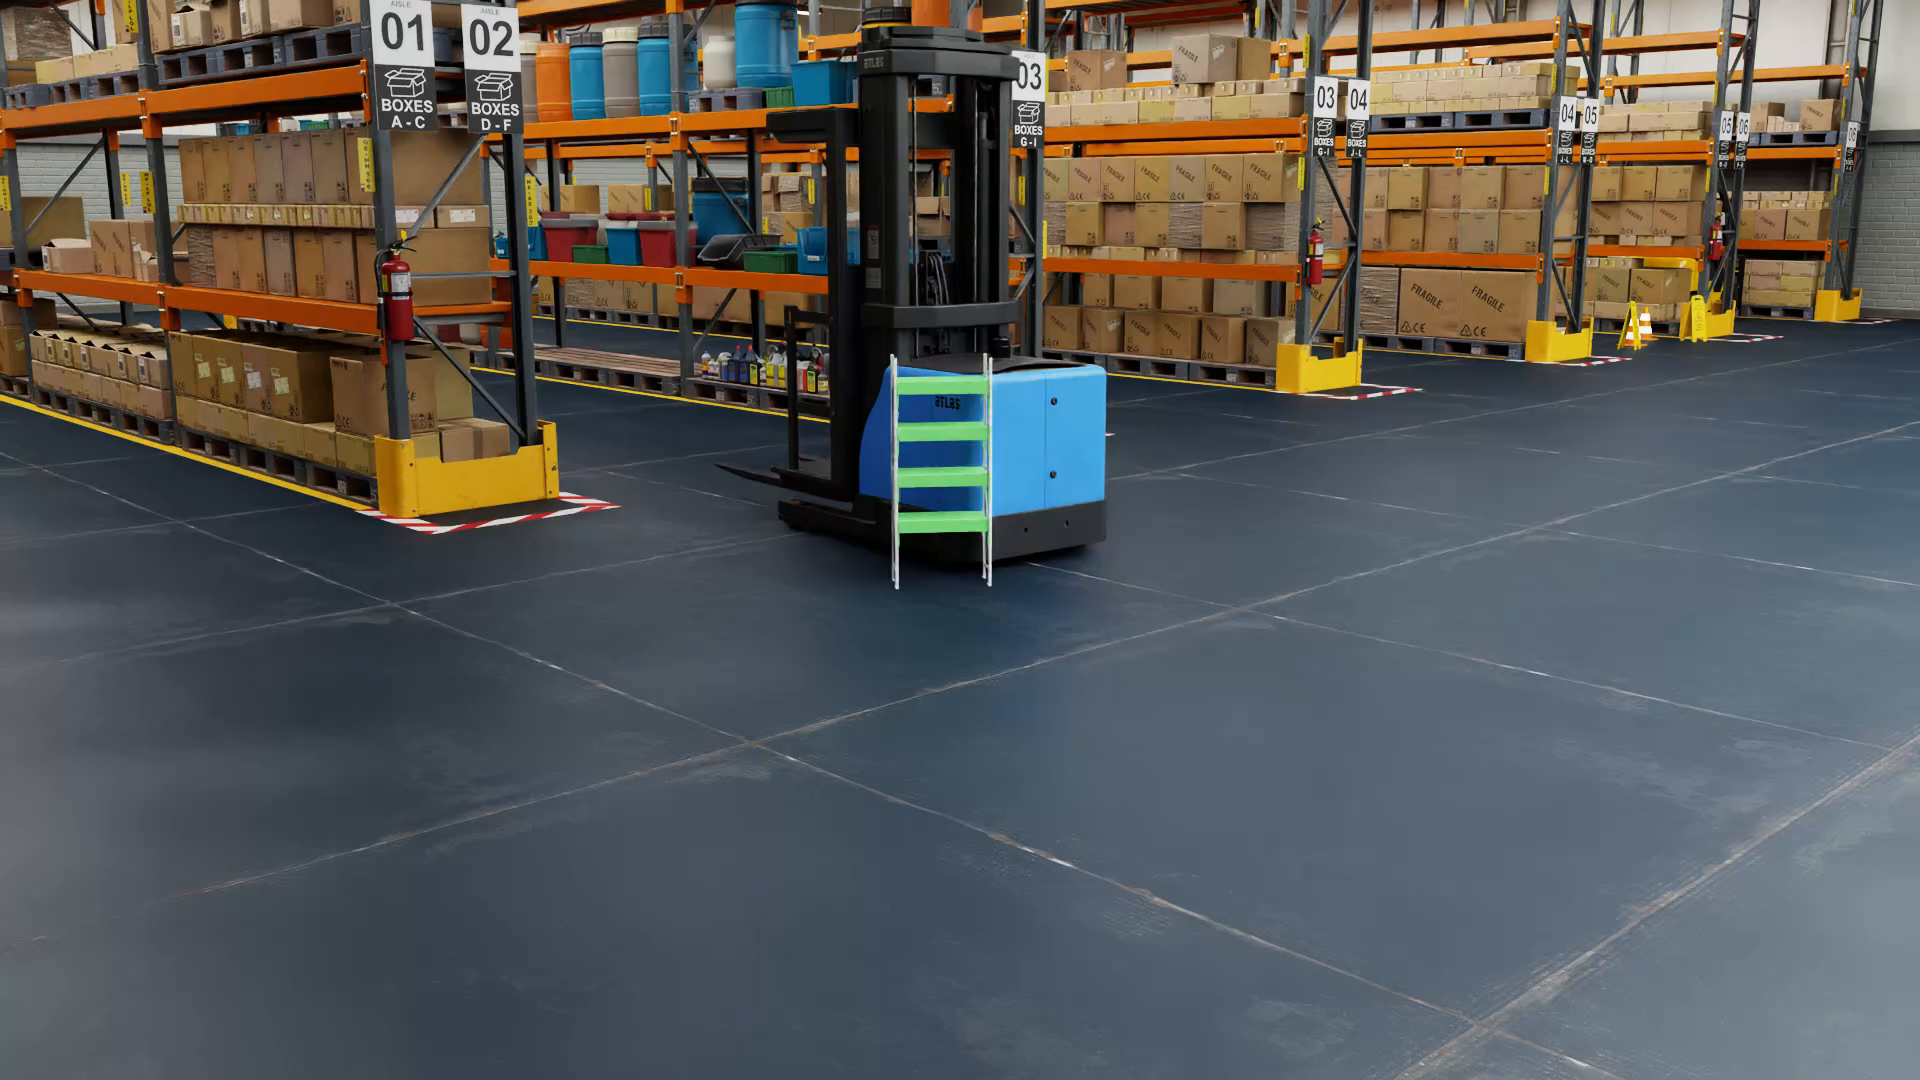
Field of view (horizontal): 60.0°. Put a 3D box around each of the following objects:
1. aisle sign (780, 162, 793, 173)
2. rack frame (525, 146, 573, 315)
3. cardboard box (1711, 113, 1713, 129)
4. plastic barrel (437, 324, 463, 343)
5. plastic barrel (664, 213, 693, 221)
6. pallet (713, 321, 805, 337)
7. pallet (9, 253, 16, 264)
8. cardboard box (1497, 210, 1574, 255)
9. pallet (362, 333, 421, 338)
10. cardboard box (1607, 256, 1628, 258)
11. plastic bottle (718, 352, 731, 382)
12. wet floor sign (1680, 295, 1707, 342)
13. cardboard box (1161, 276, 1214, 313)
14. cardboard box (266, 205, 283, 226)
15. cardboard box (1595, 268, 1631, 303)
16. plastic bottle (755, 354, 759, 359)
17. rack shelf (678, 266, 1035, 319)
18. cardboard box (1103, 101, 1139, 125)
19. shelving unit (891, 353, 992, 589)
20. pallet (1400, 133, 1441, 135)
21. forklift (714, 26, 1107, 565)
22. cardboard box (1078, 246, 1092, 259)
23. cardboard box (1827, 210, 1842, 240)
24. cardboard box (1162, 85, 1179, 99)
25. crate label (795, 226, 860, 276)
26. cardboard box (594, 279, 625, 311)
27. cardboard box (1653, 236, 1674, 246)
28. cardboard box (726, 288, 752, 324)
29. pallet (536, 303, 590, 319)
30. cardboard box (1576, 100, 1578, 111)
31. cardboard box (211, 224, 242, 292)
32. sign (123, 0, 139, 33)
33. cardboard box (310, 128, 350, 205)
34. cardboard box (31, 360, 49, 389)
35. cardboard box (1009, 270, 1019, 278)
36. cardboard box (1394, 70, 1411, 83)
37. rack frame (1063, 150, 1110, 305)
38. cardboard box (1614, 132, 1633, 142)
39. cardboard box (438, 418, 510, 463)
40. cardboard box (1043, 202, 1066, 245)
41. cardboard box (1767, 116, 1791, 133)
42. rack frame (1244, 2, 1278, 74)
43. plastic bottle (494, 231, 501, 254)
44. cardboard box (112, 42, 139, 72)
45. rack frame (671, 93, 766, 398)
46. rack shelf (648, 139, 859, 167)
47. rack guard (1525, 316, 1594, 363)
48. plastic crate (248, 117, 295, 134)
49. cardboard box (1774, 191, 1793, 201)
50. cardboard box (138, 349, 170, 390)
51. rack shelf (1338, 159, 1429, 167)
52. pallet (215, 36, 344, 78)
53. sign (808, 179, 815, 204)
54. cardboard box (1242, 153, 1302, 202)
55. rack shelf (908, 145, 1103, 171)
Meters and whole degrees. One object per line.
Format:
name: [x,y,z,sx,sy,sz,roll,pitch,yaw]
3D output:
aisle sign: [-3.326,-7.429,32.096,0.394,0.787,0.004,-11,16,-43]
rack frame: [-7.149,-5.427,28.820,1.000,3.000,0.127,-11,16,-43]
cardboard box: [10.913,-6.125,24.408,0.500,0.250,0.500,-11,16,-44]
plastic barrel: [-6.337,-2.828,21.139,0.600,0.588,0.708,-11,16,-43]
plastic barrel: [-2.947,-3.222,17.782,0.433,0.535,0.433,0,12,0]
pallet: [-2.953,-3.197,24.908,1.003,0.211,1.213,-11,16,-43]
pallet: [-10.138,-3.069,17.850,1.003,0.211,1.213,-11,16,-43]
cardboard box: [7.268,-3.890,20.987,0.875,0.550,0.550,-11,16,-43]
pallet: [-7.466,-2.669,22.343,1.003,0.211,1.213,-11,16,-43]
cardboard box: [12.000,-4.983,29.962,0.500,0.250,0.500,-11,16,-43]
plastic bottle: [-2.298,-1.716,16.468,0.152,0.276,0.135,-10,15,-41]
wet floor sign: [10.425,-3.143,23.569,0.267,0.644,0.232,-5,13,-23]
cardboard box: [3.638,-3.676,24.853,1.050,0.750,0.750,-11,16,-43]
cardboard box: [-4.742,-2.334,11.952,0.380,0.149,0.250,-11,16,-43]
cardboard box: [9.963,-3.856,25.107,0.500,0.500,0.500,-10,15,-40]
plastic bottle: [-2.000,-1.685,16.327,0.097,0.271,0.097,0,12,0]
rack shelf: [-1.063,-2.341,15.626,1.077,0.370,4.000,-11,16,-43]
cardboard box: [1.968,-4.820,18.810,0.500,0.250,0.500,11,16,43]
shelving unit: [-0.098,-0.361,8.690,0.503,1.200,0.258,-1,12,-6]
pallet: [7.956,-6.539,27.248,1.213,0.211,1.003,-11,16,-43]
forklift: [-0.471,-1.541,10.126,1.130,2.935,3.031,-9,15,-38]
cardboard box: [1.604,-3.373,19.475,0.380,0.149,0.250,-11,16,-43]
cardboard box: [14.514,-5.325,28.078,0.500,0.500,0.500,-10,15,-41]
cardboard box: [2.434,-4.918,18.296,0.250,0.149,0.380,11,16,42]
crate label: [-1.149,-2.650,15.254,0.502,0.435,0.616,-11,16,-43]
cardboard box: [-5.406,-4.247,27.318,0.875,0.875,0.875,-11,16,-43]
cardboard box: [10.399,-4.396,24.439,0.380,0.149,0.250,-11,16,-43]
cardboard box: [-2.696,-3.660,24.465,1.225,0.875,0.875,-11,16,-42]
pallet: [-6.540,-3.956,28.588,1.003,0.211,1.213,-11,16,-43]
cardboard box: [7.552,-5.464,20.900,0.380,0.149,0.250,-11,16,-42]
cardboard box: [-5.350,-2.205,12.933,0.700,0.500,0.500,-11,16,-43]
sign: [-6.415,-4.095,12.862,0.100,0.325,0.005,-11,16,-43]
cardboard box: [-3.984,-2.550,11.393,0.500,0.500,0.700,11,16,44]
cardboard box: [-8.643,-1.621,16.121,0.500,0.250,0.500,-11,16,-43]
cardboard box: [1.014,-4.420,27.228,0.500,0.250,0.500,-11,16,-42]
cardboard box: [5.851,-6.021,21.628,0.380,0.149,0.250,-11,16,-43]
rack frame: [2.033,-4.936,26.437,1.000,3.000,0.127,-11,16,-43]
cardboard box: [9.931,-5.984,24.710,0.380,0.149,0.250,-11,16,-43]
cardboard box: [-3.477,-0.680,11.554,0.500,0.250,0.500,-11,16,-43]
cardboard box: [1.404,-3.796,19.919,0.875,0.500,0.500,-11,16,-43]
cardboard box: [13.688,-6.939,27.769,0.396,0.266,0.258,-11,16,-42]
rack frame: [6.368,-9.855,35.444,1.000,3.000,0.127,-11,16,-43]
plastic bottle: [-5.810,-3.748,20.957,0.061,0.283,0.133,-11,16,-43]
cardboard box: [-6.830,-4.068,14.122,0.500,0.250,0.500,10,15,40]
rack frame: [-2.445,-2.986,16.970,1.000,3.000,0.127,-11,16,-43]
rack shelf: [-3.006,-5.668,24.340,1.077,0.370,4.000,-11,16,-43]
rack guard: [7.574,-2.541,21.005,1.175,0.500,0.348,-11,16,-43]
plastic crate: [-9.875,-5.915,23.906,0.504,0.338,0.767,-11,16,-43]
cardboard box: [13.862,-5.767,27.876,0.380,0.149,0.250,-10,16,-41]
cardboard box: [-6.517,-1.449,13.894,0.500,0.311,0.500,-11,16,-43]
rack shelf: [7.749,-7.742,34.403,1.077,0.370,4.000,-11,16,-43]
pallet: [-4.584,-3.423,11.878,1.003,0.211,1.213,-11,16,-43]
sign: [-2.024,-4.749,22.659,0.100,0.325,0.005,-11,16,-43]
cardboard box: [3.342,-3.822,17.568,0.500,0.500,0.500,-11,16,-43]
rack shelf: [0.651,-6.345,27.623,1.077,0.370,4.000,-11,16,-43]
